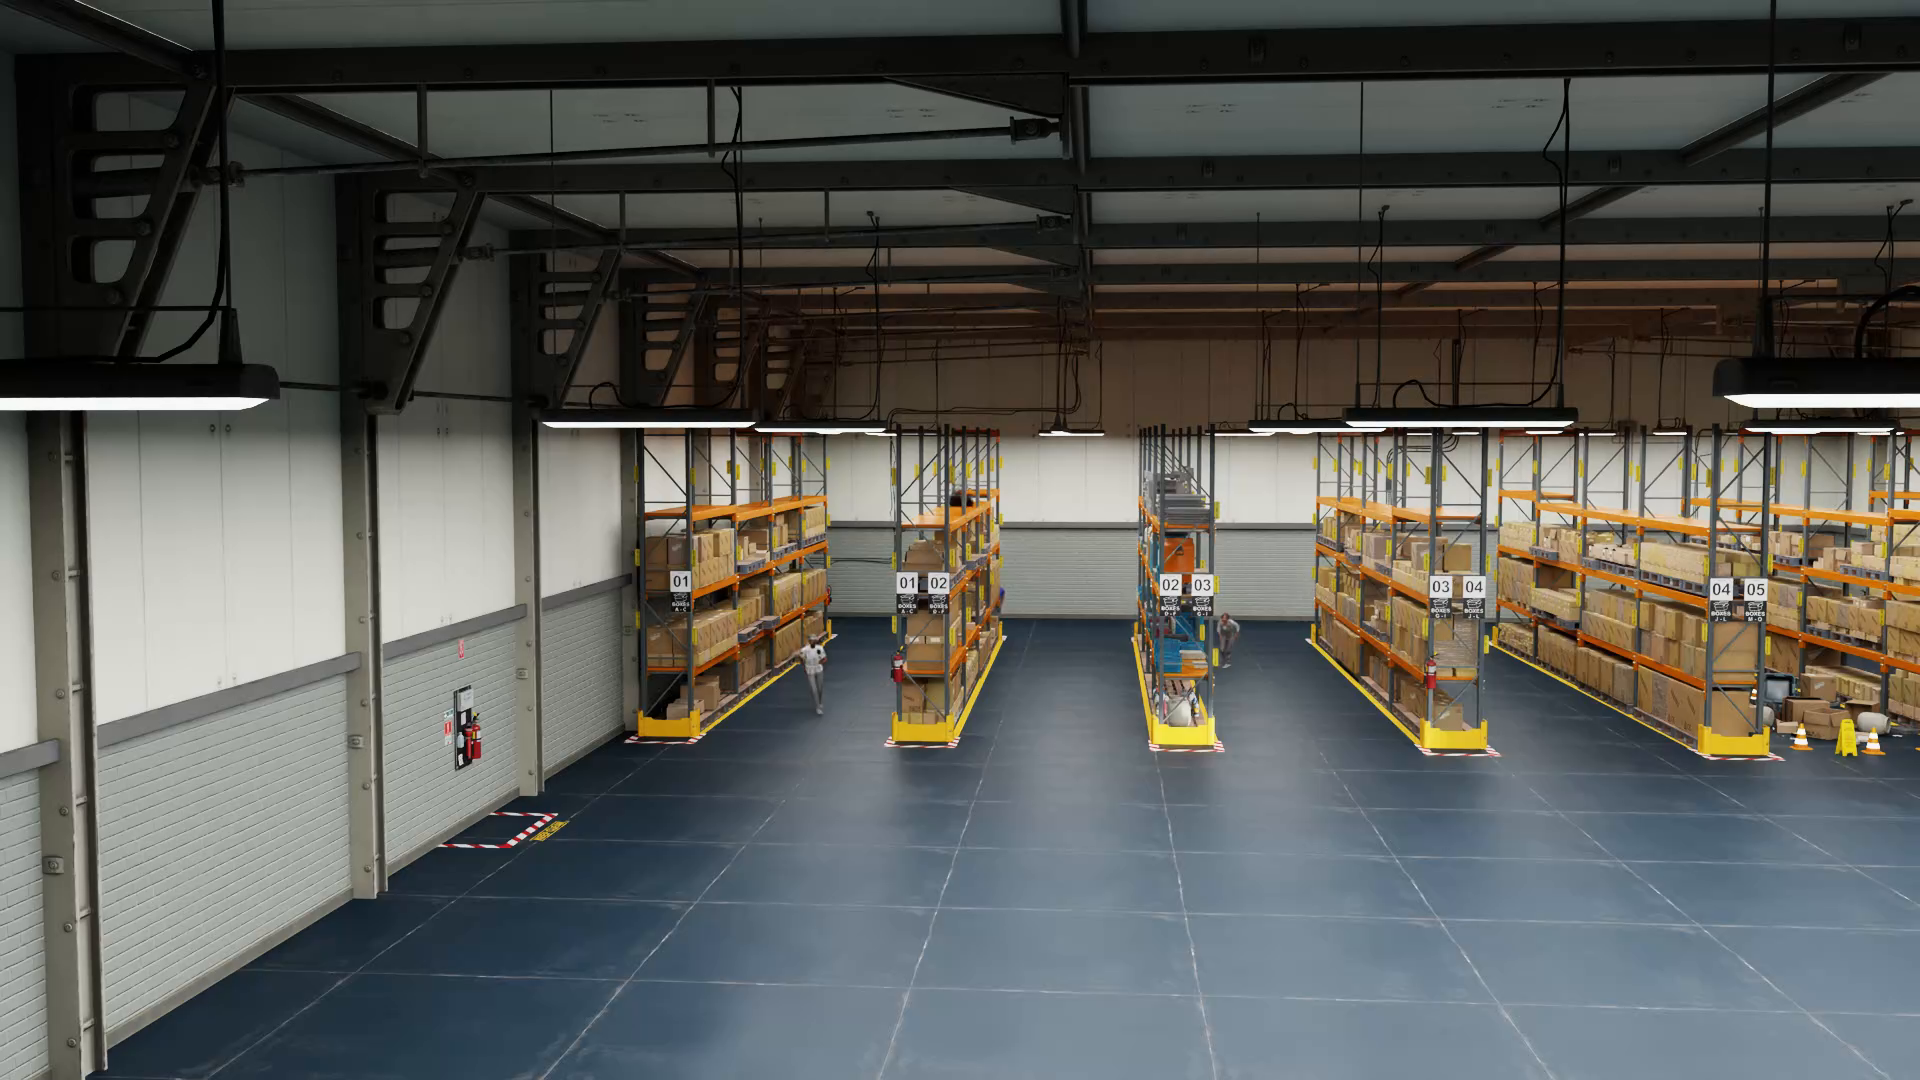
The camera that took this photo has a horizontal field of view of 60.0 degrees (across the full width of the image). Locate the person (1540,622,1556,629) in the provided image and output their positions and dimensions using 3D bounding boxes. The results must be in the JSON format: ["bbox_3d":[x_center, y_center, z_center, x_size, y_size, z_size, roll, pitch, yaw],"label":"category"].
[{"bbox_3d":[16.638,2.077,46.831,0.675,1.674,0.592,3,4,37],"label":"person"}]

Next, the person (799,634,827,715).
[{"bbox_3d":[-3.043,2.760,34.631,0.569,1.661,0.881,-1,4,-17],"label":"person"}]

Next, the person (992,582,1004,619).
[{"bbox_3d":[1.026,1.969,49.250,0.575,1.592,0.819,-1,4,-17],"label":"person"}]

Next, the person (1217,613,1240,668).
[{"bbox_3d":[6.706,2.497,41.562,0.562,1.419,0.790,1,4,17],"label":"person"}]
